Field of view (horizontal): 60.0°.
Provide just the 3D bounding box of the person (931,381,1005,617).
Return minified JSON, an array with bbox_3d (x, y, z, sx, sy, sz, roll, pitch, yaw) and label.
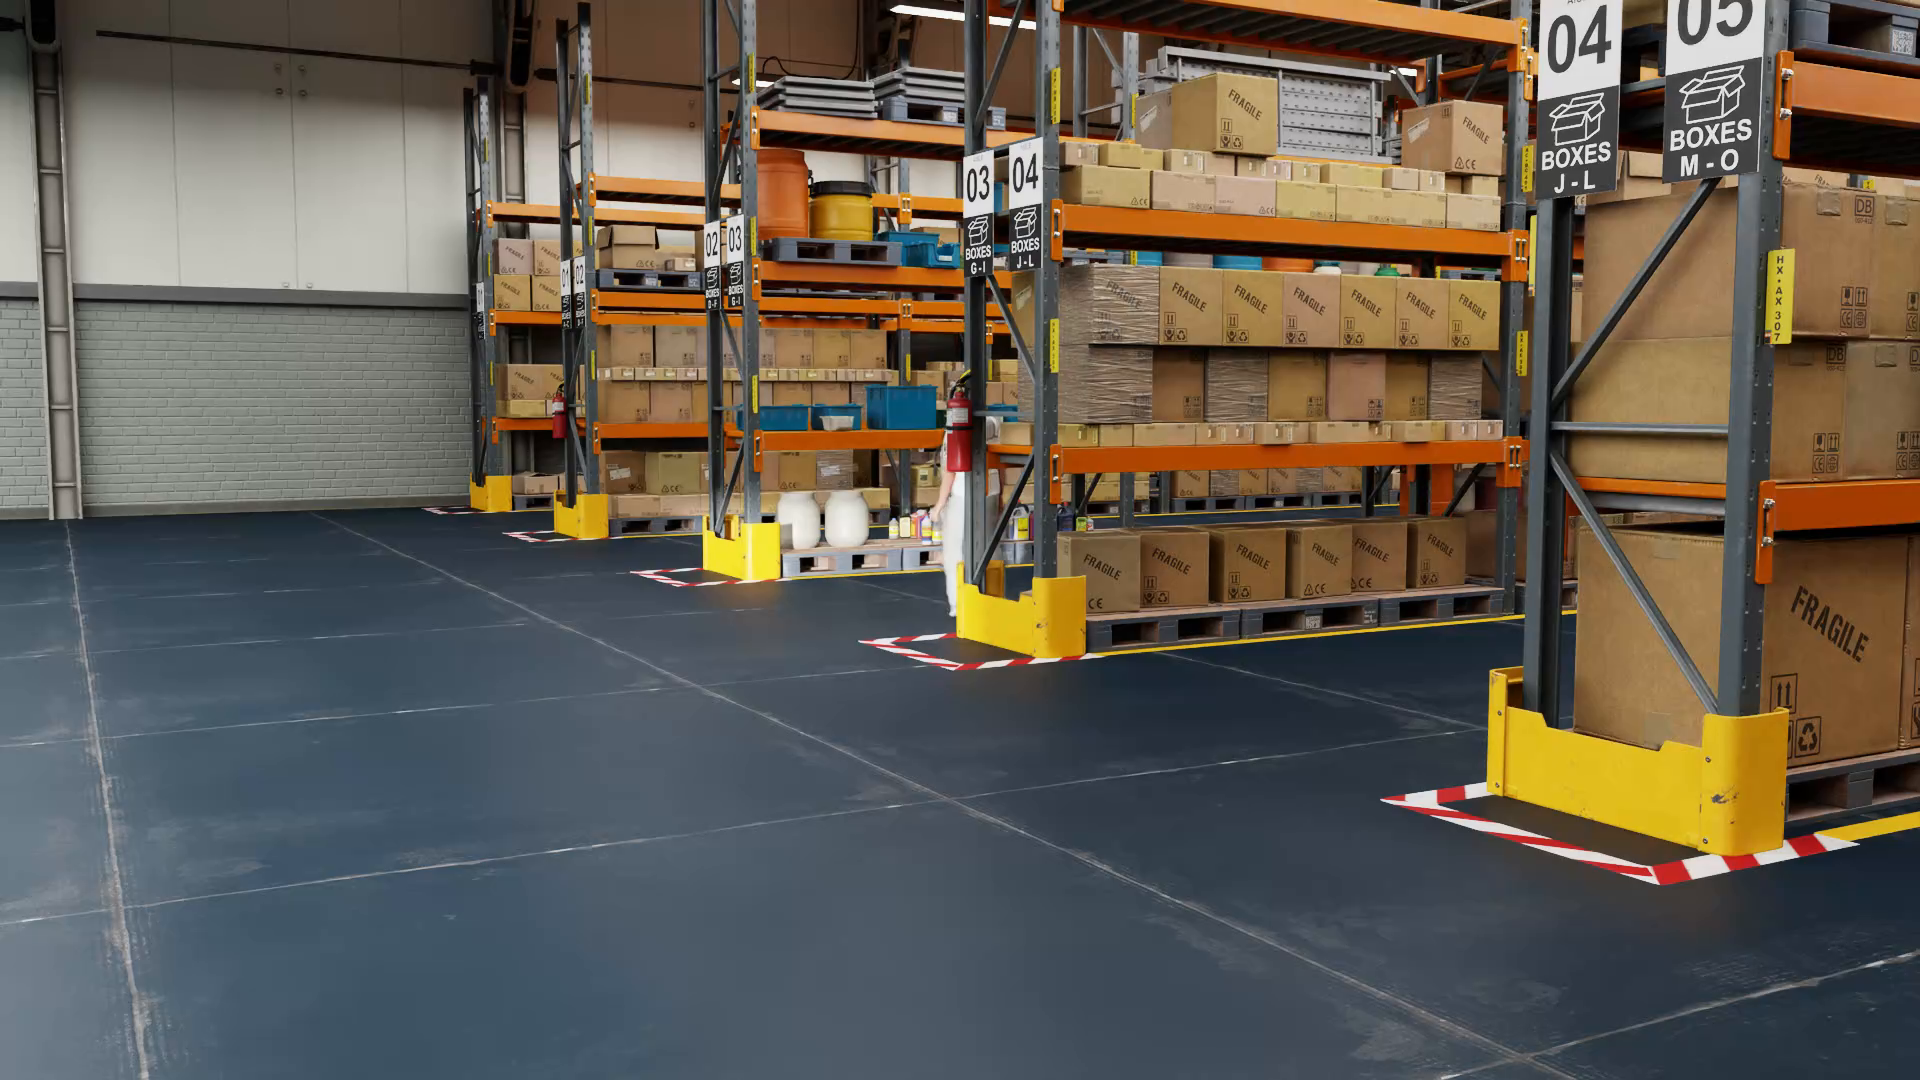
[{"bbox_3d":[0.079,-0.297,12.372,0.693,1.766,0.487,-4,6,-38],"label":"person"}]
